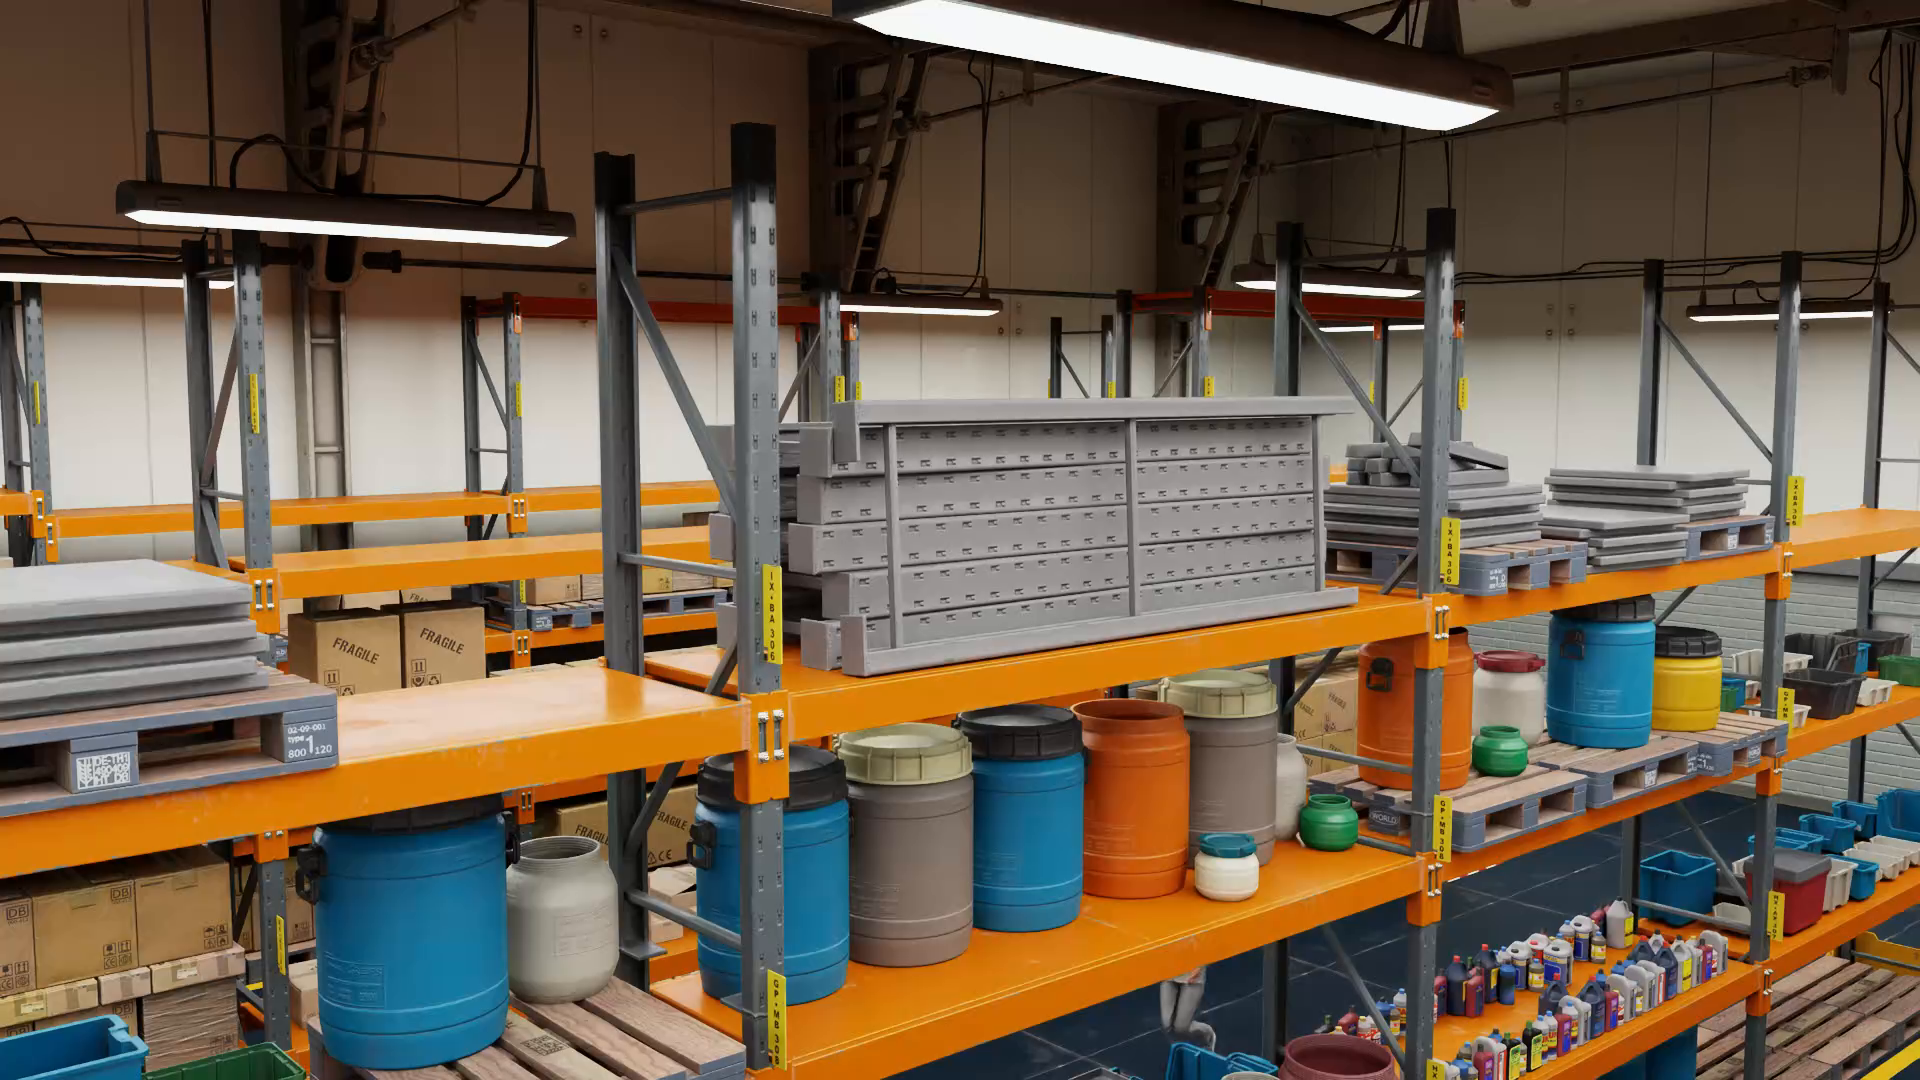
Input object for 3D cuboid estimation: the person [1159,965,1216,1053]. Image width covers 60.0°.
[{"bbox_3d":[1.651,3.233,12.277,0.532,1.550,0.559,5,7,42],"label":"person"}]
